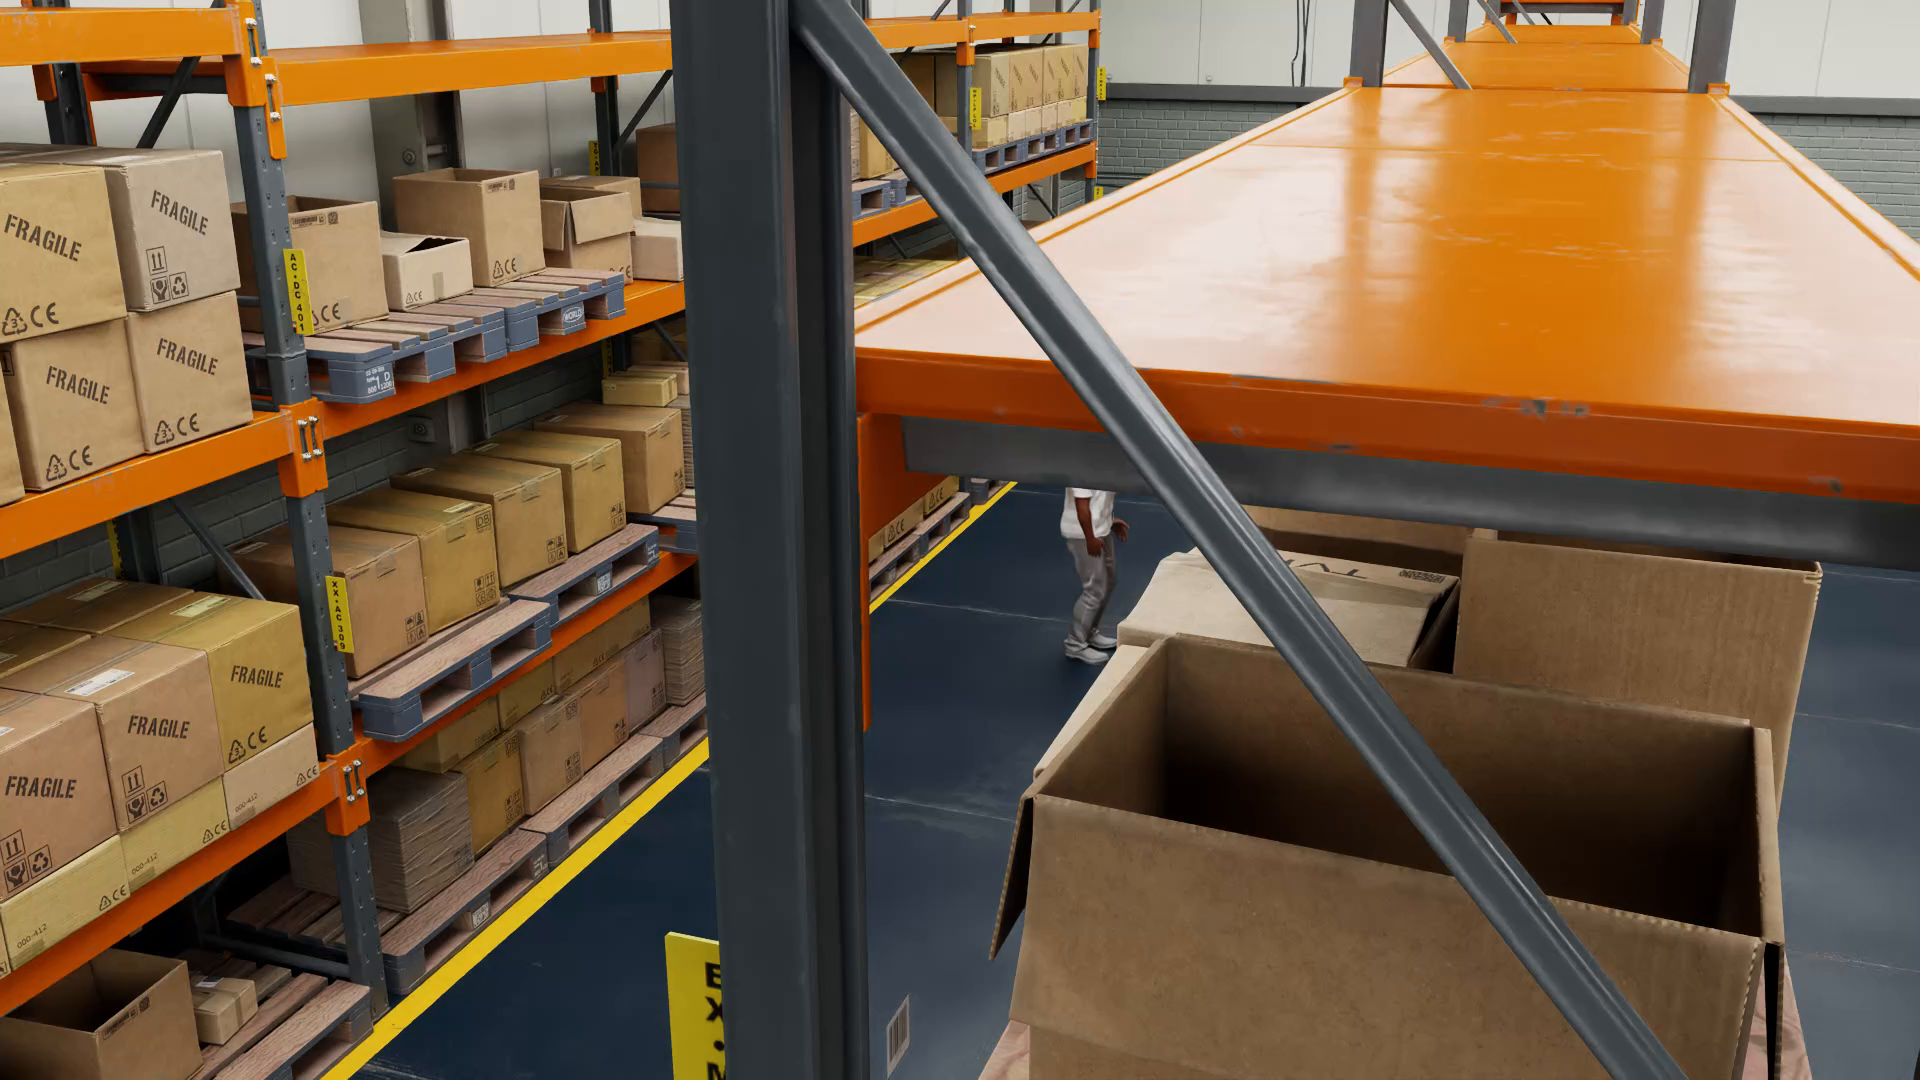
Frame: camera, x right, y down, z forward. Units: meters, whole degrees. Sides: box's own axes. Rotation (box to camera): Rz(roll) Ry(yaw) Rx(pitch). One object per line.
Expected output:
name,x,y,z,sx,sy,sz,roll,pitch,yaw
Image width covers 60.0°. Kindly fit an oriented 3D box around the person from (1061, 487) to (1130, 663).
person,0.918,-0.056,11.245,0.422,1.732,0.581,7,20,19
